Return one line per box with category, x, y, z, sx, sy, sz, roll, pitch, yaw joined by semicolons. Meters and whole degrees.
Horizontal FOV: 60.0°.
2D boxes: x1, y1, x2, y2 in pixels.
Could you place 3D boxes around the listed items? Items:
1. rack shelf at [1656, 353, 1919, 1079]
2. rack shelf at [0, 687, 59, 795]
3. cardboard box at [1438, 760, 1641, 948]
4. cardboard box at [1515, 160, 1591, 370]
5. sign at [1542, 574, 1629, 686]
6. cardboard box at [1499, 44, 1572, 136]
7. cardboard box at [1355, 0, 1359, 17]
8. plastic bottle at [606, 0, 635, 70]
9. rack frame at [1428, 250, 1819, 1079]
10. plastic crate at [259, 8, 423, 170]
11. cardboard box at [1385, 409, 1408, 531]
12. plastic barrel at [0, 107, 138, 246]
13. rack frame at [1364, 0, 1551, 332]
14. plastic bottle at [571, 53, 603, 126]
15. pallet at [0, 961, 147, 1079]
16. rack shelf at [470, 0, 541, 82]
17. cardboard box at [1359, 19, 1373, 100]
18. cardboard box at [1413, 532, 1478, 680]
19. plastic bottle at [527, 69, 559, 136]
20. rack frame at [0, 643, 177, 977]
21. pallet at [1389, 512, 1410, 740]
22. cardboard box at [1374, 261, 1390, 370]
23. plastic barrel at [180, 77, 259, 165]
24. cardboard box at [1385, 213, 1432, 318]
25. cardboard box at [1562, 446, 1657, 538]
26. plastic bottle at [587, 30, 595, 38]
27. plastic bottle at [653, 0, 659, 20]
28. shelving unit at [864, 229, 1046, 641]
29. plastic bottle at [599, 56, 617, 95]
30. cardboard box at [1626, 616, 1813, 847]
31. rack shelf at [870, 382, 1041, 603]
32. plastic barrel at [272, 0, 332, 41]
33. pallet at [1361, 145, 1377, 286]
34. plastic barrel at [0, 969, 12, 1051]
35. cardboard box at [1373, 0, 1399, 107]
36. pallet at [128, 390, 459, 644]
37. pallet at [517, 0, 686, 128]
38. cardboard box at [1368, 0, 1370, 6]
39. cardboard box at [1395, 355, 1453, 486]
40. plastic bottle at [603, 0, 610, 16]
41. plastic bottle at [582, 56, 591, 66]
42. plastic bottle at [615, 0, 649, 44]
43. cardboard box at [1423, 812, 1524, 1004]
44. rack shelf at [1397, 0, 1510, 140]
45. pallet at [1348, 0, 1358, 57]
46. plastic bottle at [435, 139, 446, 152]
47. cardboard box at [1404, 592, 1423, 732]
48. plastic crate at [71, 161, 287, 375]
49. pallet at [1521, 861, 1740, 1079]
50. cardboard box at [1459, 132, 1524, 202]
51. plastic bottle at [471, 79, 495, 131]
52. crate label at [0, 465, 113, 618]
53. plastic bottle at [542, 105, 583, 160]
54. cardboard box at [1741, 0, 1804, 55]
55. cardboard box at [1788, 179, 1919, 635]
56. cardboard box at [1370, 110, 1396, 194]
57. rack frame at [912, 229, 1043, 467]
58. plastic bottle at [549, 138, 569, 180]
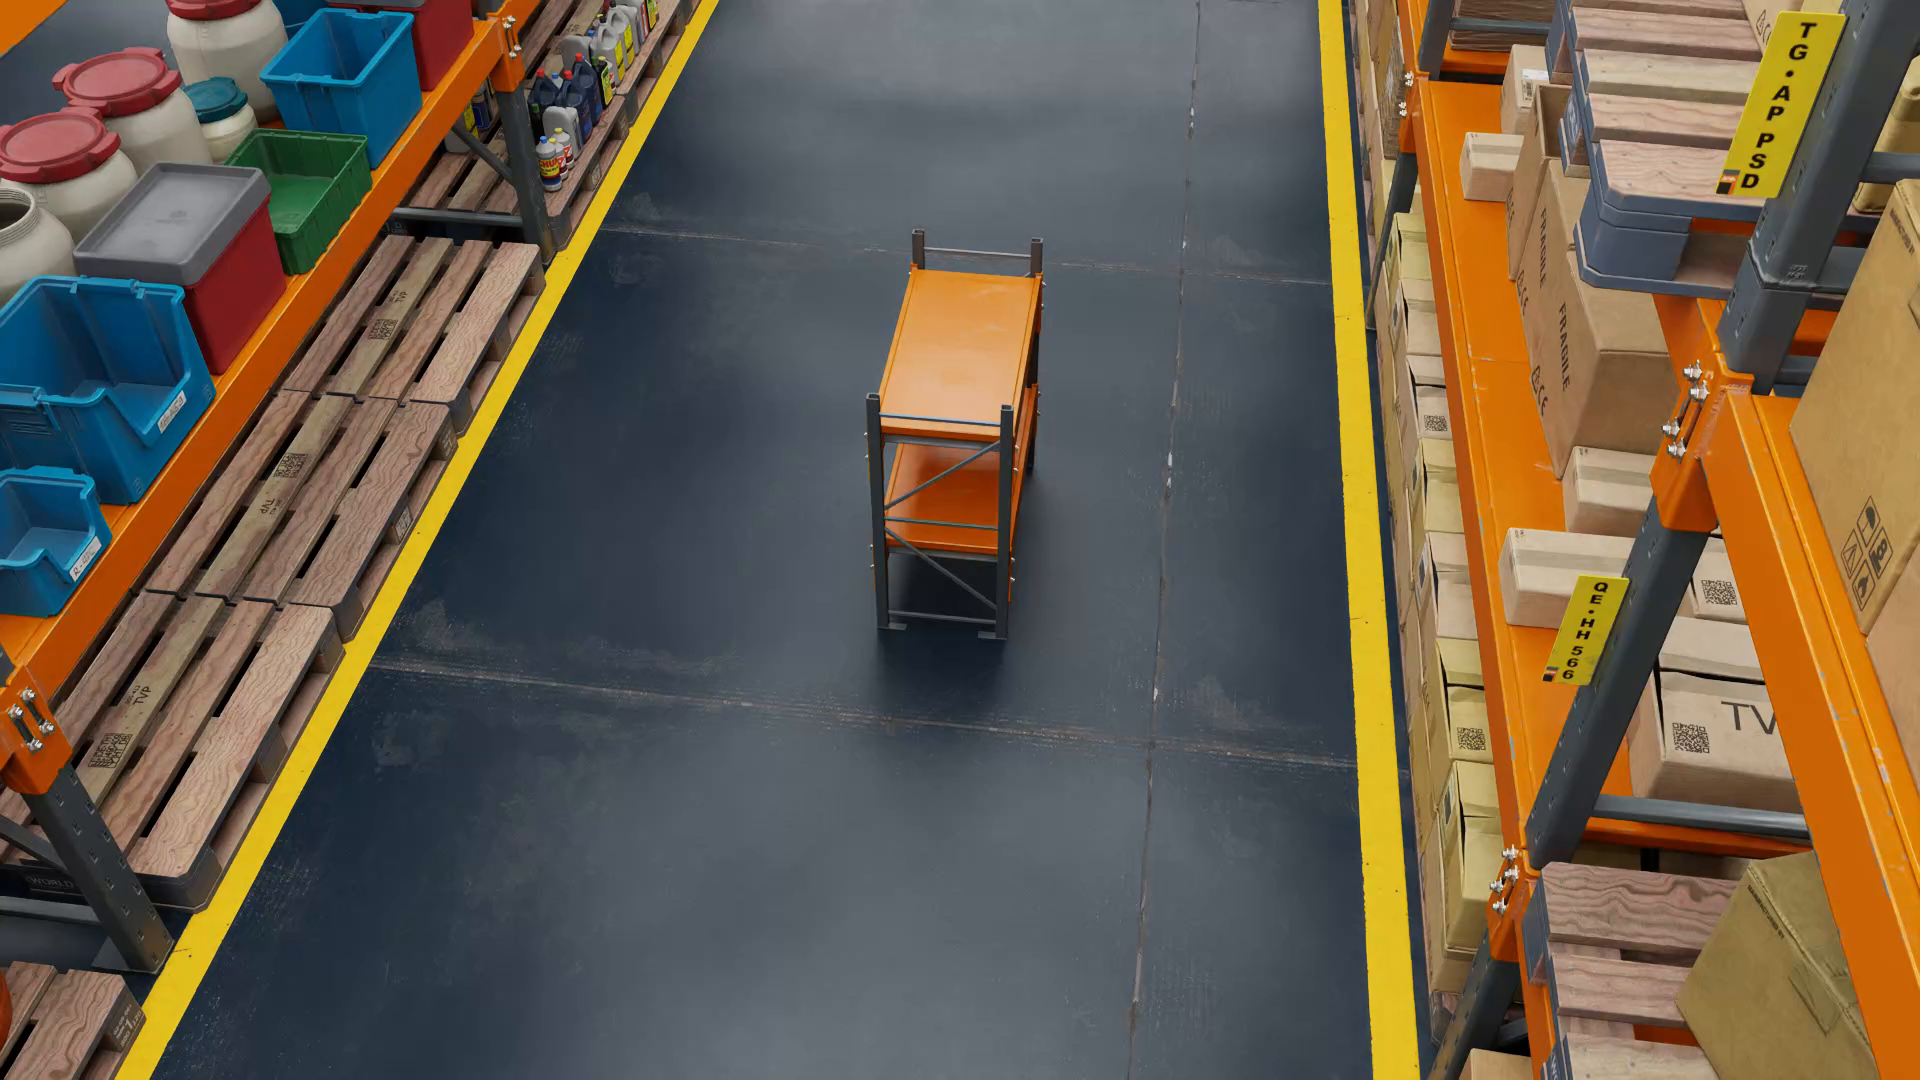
rack shelf;1.608;1.198;1.645;1.077;0.370;4.000;5;44;6
rack shelf;-3.301;1.834;3.154;1.077;0.370;4.000;5;44;6
cardboard box;1.698;0.926;4.877;0.500;0.311;0.500;6;44;7
cardboard box;2.148;-0.877;5.422;0.500;0.500;0.500;5;44;6
sign;1.322;0.194;3.521;0.100;0.325;0.005;5;44;6
cardboard box;2.379;-1.669;6.441;0.500;0.250;0.500;8;44;8
cardboard box;2.576;-3.257;9.703;0.500;0.250;0.500;5;44;6
plastic bottle;-1.884;-2.772;9.102;0.144;0.351;0.185;7;44;7
rack frame;1.872;0.663;3.868;1.000;3.000;0.127;5;44;6
plastic crate;-2.346;-1.730;6.407;0.392;0.384;0.575;5;44;6
cardboard box;1.968;-0.264;6.541;0.500;0.250;0.500;4;44;4
plastic barrel;-3.006;-1.139;5.672;0.433;0.535;0.433;0;43;0
rack frame;2.401;-2.063;6.748;1.000;3.000;0.127;5;44;6
plastic bottle;-1.965;-2.355;8.662;0.144;0.351;0.185;4;44;4
pallet;-3.100;1.764;4.734;1.003;0.211;1.213;5;44;6
rack shelf;-2.244;-3.618;8.913;1.077;0.370;4.000;5;44;6
cardboard box;2.439;-2.576;8.983;0.500;0.250;0.500;5;44;6
cardboard box;1.829;0.227;5.615;0.500;0.311;0.500;5;44;5
plastic bottle;-2.133;-2.240;8.540;0.144;0.351;0.185;5;44;6
rack frame;-3.037;0.210;4.347;1.000;3.000;0.127;5;44;6
pallet;2.184;0.289;6.292;1.003;0.211;1.213;5;44;6
cardboard box;2.102;-0.965;7.282;0.500;0.250;0.500;4;44;5
plastic barrel;-2.835;-1.578;6.335;0.301;0.262;0.301;0;43;0
cardboard box;2.100;-1.162;7.082;0.500;0.311;0.500;5;44;6
cardboard box;1.985;-0.120;4.878;0.380;0.149;0.250;8;44;9
plastic bottle;-2.010;-2.698;9.134;0.097;0.201;0.097;0;43;0
plastic bottle;-1.788;-3.094;9.552;0.097;0.201;0.097;0;43;0
shelving unit;-0.001;-0.404;6.358;0.538;1.125;1.048;5;44;6
plastic bottle;-1.905;-2.492;8.915;0.097;0.201;0.097;0;43;0
cardboard box;1.964;0.451;4.157;0.500;0.311;0.500;8;44;8
rack shelf;-0.001;-0.226;6.526;0.538;0.278;1.000;5;44;6
plastic barrel;-2.860;-2.462;6.804;0.600;0.901;0.708;5;44;6
pallet;2.548;-1.589;8.275;1.003;0.211;1.213;5;44;6
plastic barrel;-3.085;1.180;4.595;0.600;0.830;0.708;5;44;6
cardboard box;2.386;-2.506;8.364;0.500;0.500;0.500;5;44;6
pallet;-2.732;-0.131;6.735;1.003;0.211;1.213;5;44;6
pallet;-2.219;-2.791;9.544;1.003;0.211;1.213;5;44;6
cardboard box;2.521;-3.188;9.084;0.500;0.500;0.500;5;44;6
cardboard box;1.961;-0.469;6.350;0.500;0.311;0.500;4;44;4
plastic bottle;-1.954;-2.964;9.354;0.061;0.283;0.133;5;44;6
plastic bottle;-1.983;-2.430;8.799;0.097;0.271;0.097;0;43;0
plastic bottle;-1.848;-2.952;9.347;0.152;0.276;0.135;6;44;6
cardboard box;1.700;1.128;5.072;0.500;0.250;0.500;6;44;7
rack shelf;2.666;-3.165;8.434;1.077;0.370;4.000;5;44;6
pallet;2.870;-3.252;10.031;1.003;0.211;1.213;5;44;6
plastic bottle;-2.709;-2.179;8.476;0.144;0.351;0.185;4;44;4
cardboard box;1.834;0.434;5.805;0.500;0.250;0.500;6;44;6
plastic crate;-2.520;-0.887;5.458;0.402;0.464;0.583;5;44;6
pallet;1.852;1.201;3.440;1.213;0.211;1.003;5;44;6
cardboard box;2.081;-1.387;6.216;0.380;0.149;0.250;5;44;6
plastic bottle;-2.533;-2.286;8.644;0.152;0.276;0.135;5;44;6
crate label;-2.610;0.018;4.671;0.303;0.233;0.416;5;44;6
plastic bottle;-2.016;-2.087;8.434;0.152;0.276;0.135;7;44;7
cardboard box;1.928;-1.198;3.455;0.500;0.250;0.500;6;44;7
cardboard box;1.848;-0.162;2.486;0.910;0.500;0.500;5;44;6
cardboard box;2.322;-1.893;8.262;0.500;0.250;0.500;5;44;6
rack frame;0.066;-0.750;6.724;0.500;1.125;0.032;5;44;6
plastic bottle;-2.018;-1.906;8.297;0.097;0.201;0.097;0;43;0
